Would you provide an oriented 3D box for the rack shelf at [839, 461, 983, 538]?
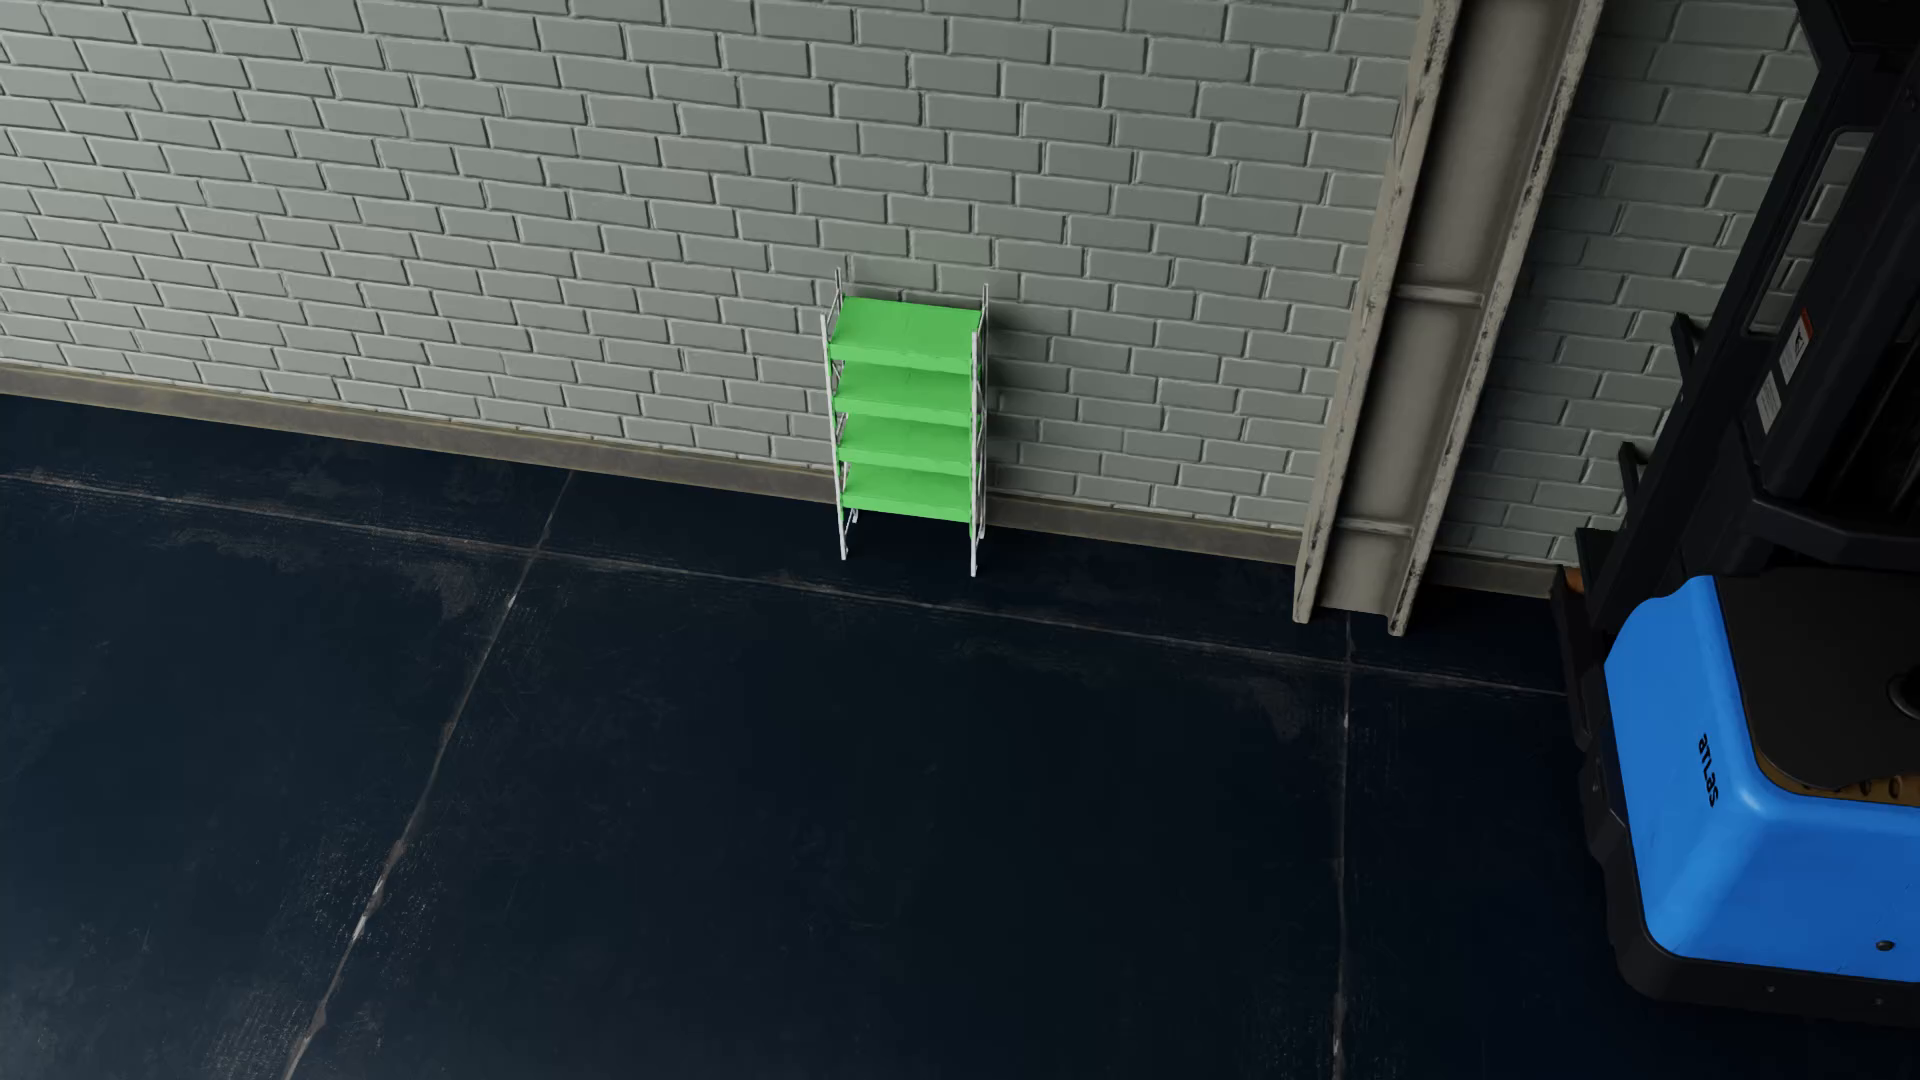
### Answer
[{"bbox_3d":[-0.172,-0.179,6.009,0.480,0.148,0.258,7,50,6],"label":"rack shelf"}]

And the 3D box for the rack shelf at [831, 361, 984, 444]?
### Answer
[{"bbox_3d":[-0.174,-0.493,5.646,0.480,0.148,0.258,7,50,6],"label":"rack shelf"}]

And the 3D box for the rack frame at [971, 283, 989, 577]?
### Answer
[{"bbox_3d":[0.067,-0.347,5.752,0.015,1.200,0.240,7,50,6],"label":"rack frame"}]

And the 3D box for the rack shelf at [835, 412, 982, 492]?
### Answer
[{"bbox_3d":[-0.173,-0.336,5.828,0.480,0.148,0.258,7,50,6],"label":"rack shelf"}]

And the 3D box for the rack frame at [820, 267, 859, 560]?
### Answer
[{"bbox_3d":[-0.414,-0.408,5.807,0.015,1.200,0.240,7,50,6],"label":"rack frame"}]

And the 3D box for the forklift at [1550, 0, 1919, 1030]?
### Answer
[{"bbox_3d":[2.680,-0.647,4.861,1.130,2.935,3.031,5,48,5],"label":"forklift"}]

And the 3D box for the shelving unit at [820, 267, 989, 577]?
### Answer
[{"bbox_3d":[-0.173,-0.378,5.779,0.503,1.200,0.258,7,50,6],"label":"shelving unit"}]

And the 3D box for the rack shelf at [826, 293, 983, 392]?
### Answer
[{"bbox_3d":[-0.175,-0.650,5.465,0.480,0.148,0.258,7,50,6],"label":"rack shelf"}]
